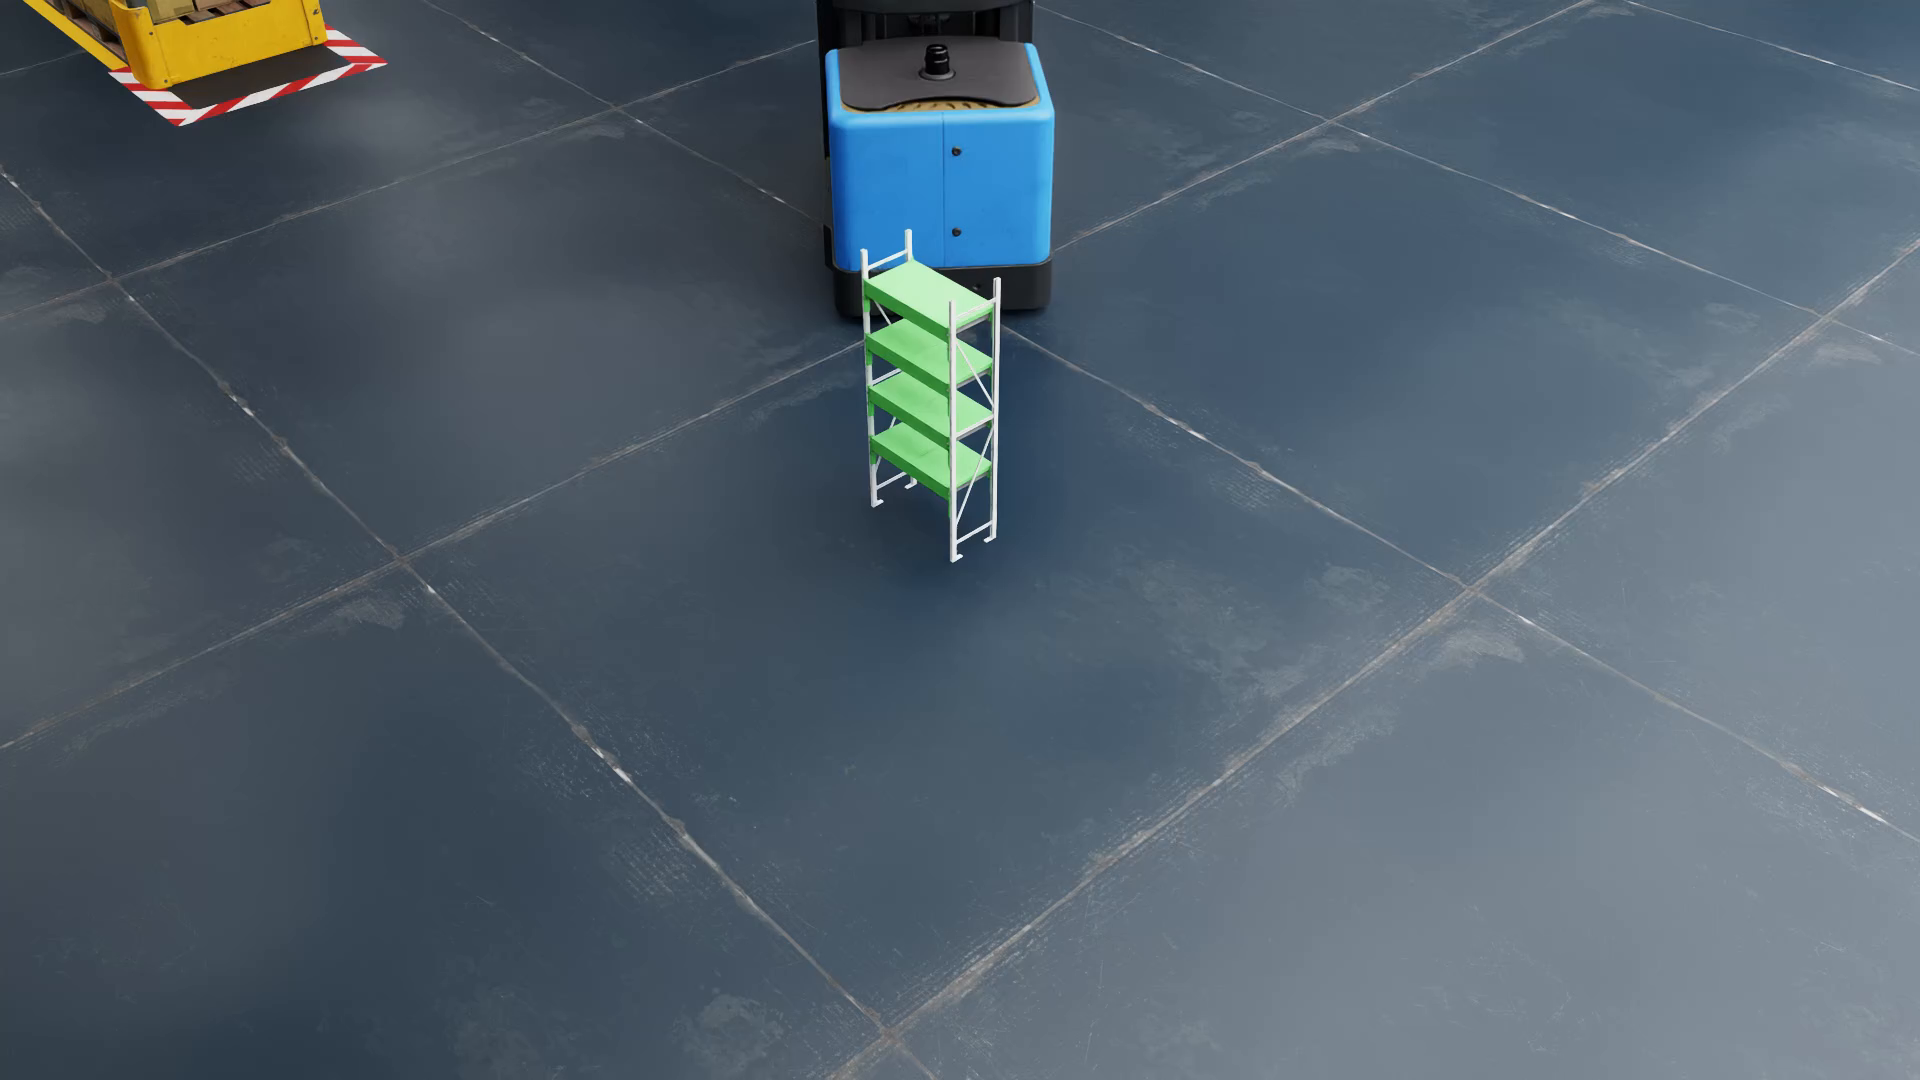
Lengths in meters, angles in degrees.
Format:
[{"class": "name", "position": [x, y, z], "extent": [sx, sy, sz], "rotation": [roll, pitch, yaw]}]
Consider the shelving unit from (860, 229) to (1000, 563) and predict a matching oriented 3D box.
[{"class": "shelving unit", "position": [-0.112, -0.543, 6.468], "extent": [0.258, 1.200, 0.503], "rotation": [-30, 48, -32]}]

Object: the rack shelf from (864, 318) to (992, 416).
[{"class": "rack shelf", "position": [-0.112, -0.680, 6.357], "extent": [0.258, 0.148, 0.480], "rotation": [-30, 48, -32]}]

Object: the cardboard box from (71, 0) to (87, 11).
[{"class": "cardboard box", "position": [-5.553, -3.681, 10.774], "extent": [0.500, 0.250, 0.500], "rotation": [-30, 48, -32]}]

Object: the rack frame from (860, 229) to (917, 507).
[{"class": "rack frame", "position": [-0.277, -0.656, 6.608], "extent": [0.240, 1.200, 0.015], "rotation": [-30, 48, -32]}]

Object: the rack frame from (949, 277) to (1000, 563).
[{"class": "rack frame", "position": [0.053, -0.430, 6.328], "extent": [0.240, 1.200, 0.015], "rotation": [-30, 48, -32]}]

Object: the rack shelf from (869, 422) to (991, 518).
[{"class": "rack shelf", "position": [-0.112, -0.307, 6.659], "extent": [0.258, 0.148, 0.480], "rotation": [-30, 48, -32]}]

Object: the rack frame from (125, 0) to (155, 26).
[{"class": "rack frame", "position": [-4.625, -4.238, 9.610], "extent": [1.000, 3.000, 0.127], "rotation": [-30, 48, -32]}]

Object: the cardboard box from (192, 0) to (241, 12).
[{"class": "cardboard box", "position": [-4.824, -3.675, 10.767], "extent": [0.500, 0.250, 0.500], "rotation": [-30, 48, -32]}]

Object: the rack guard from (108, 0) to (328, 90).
[{"class": "rack guard", "position": [-4.609, -3.255, 10.382], "extent": [1.175, 0.500, 0.348], "rotation": [-30, 48, -32]}]

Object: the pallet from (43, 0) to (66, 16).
[{"class": "pallet", "position": [-5.994, -4.054, 11.601], "extent": [1.003, 0.211, 1.213], "rotation": [-30, 48, -32]}]

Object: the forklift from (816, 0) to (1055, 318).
[{"class": "forklift", "position": [-0.196, -3.114, 8.273], "extent": [1.130, 2.935, 3.031], "rotation": [-3, 39, -4]}]

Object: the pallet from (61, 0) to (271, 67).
[{"class": "pallet", "position": [-5.173, -3.489, 10.902], "extent": [1.003, 0.211, 1.213], "rotation": [-30, 48, -32]}]

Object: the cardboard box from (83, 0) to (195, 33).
[{"class": "cardboard box", "position": [-5.206, -3.454, 10.494], "extent": [0.500, 0.250, 0.500], "rotation": [-30, 48, -32]}]

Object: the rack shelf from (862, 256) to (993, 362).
[{"class": "rack shelf", "position": [-0.112, -0.867, 6.206], "extent": [0.258, 0.148, 0.480], "rotation": [-30, 48, -32]}]

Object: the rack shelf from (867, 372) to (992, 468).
[{"class": "rack shelf", "position": [-0.112, -0.494, 6.508], "extent": [0.258, 0.148, 0.480], "rotation": [-30, 48, -32]}]
